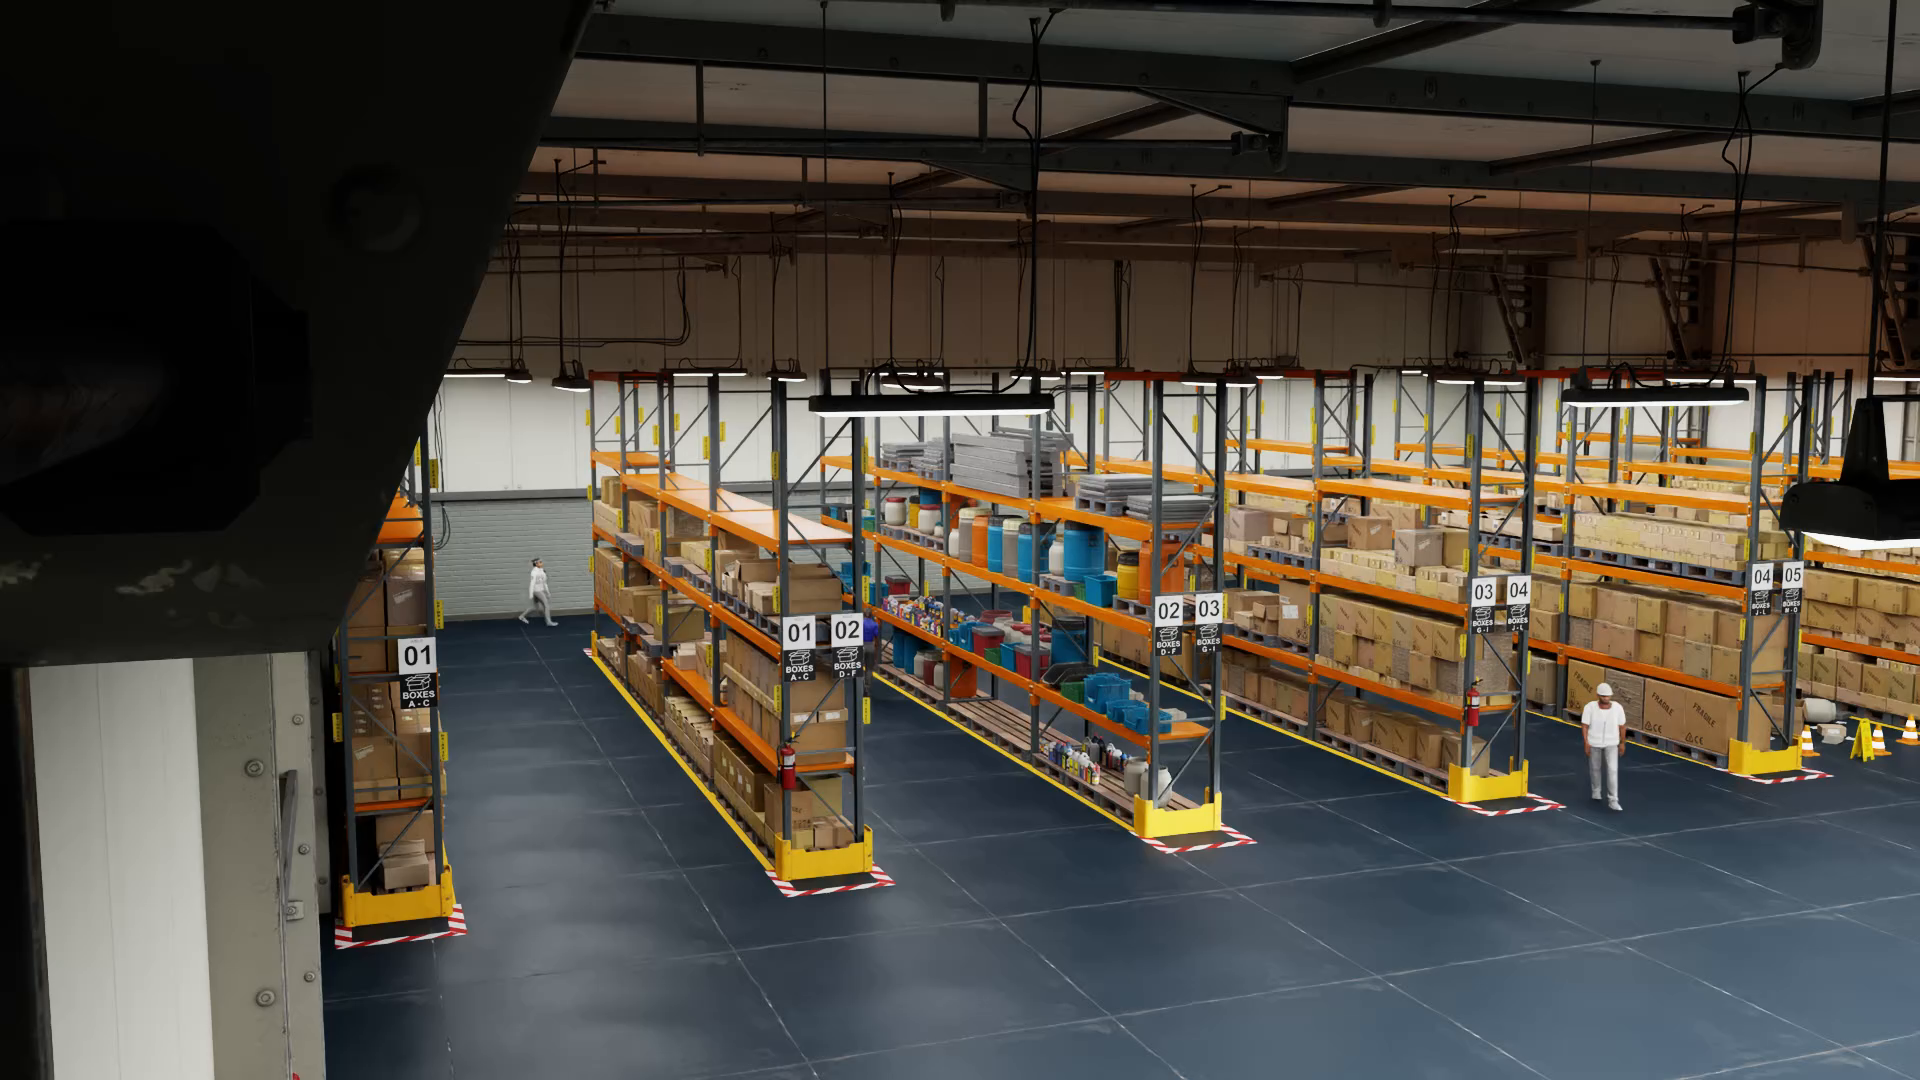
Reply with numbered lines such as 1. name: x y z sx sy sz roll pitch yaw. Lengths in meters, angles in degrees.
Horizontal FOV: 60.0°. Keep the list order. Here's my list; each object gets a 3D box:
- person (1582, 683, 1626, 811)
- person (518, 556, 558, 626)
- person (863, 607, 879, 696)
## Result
1. person: 8.998 2.855 23.258 0.596 1.714 0.996 2 7 20
2. person: -9.829 1.187 38.690 0.945 1.643 0.468 0 6 -3
3. person: -1.725 2.071 30.780 0.493 1.656 0.434 -2 7 -19
